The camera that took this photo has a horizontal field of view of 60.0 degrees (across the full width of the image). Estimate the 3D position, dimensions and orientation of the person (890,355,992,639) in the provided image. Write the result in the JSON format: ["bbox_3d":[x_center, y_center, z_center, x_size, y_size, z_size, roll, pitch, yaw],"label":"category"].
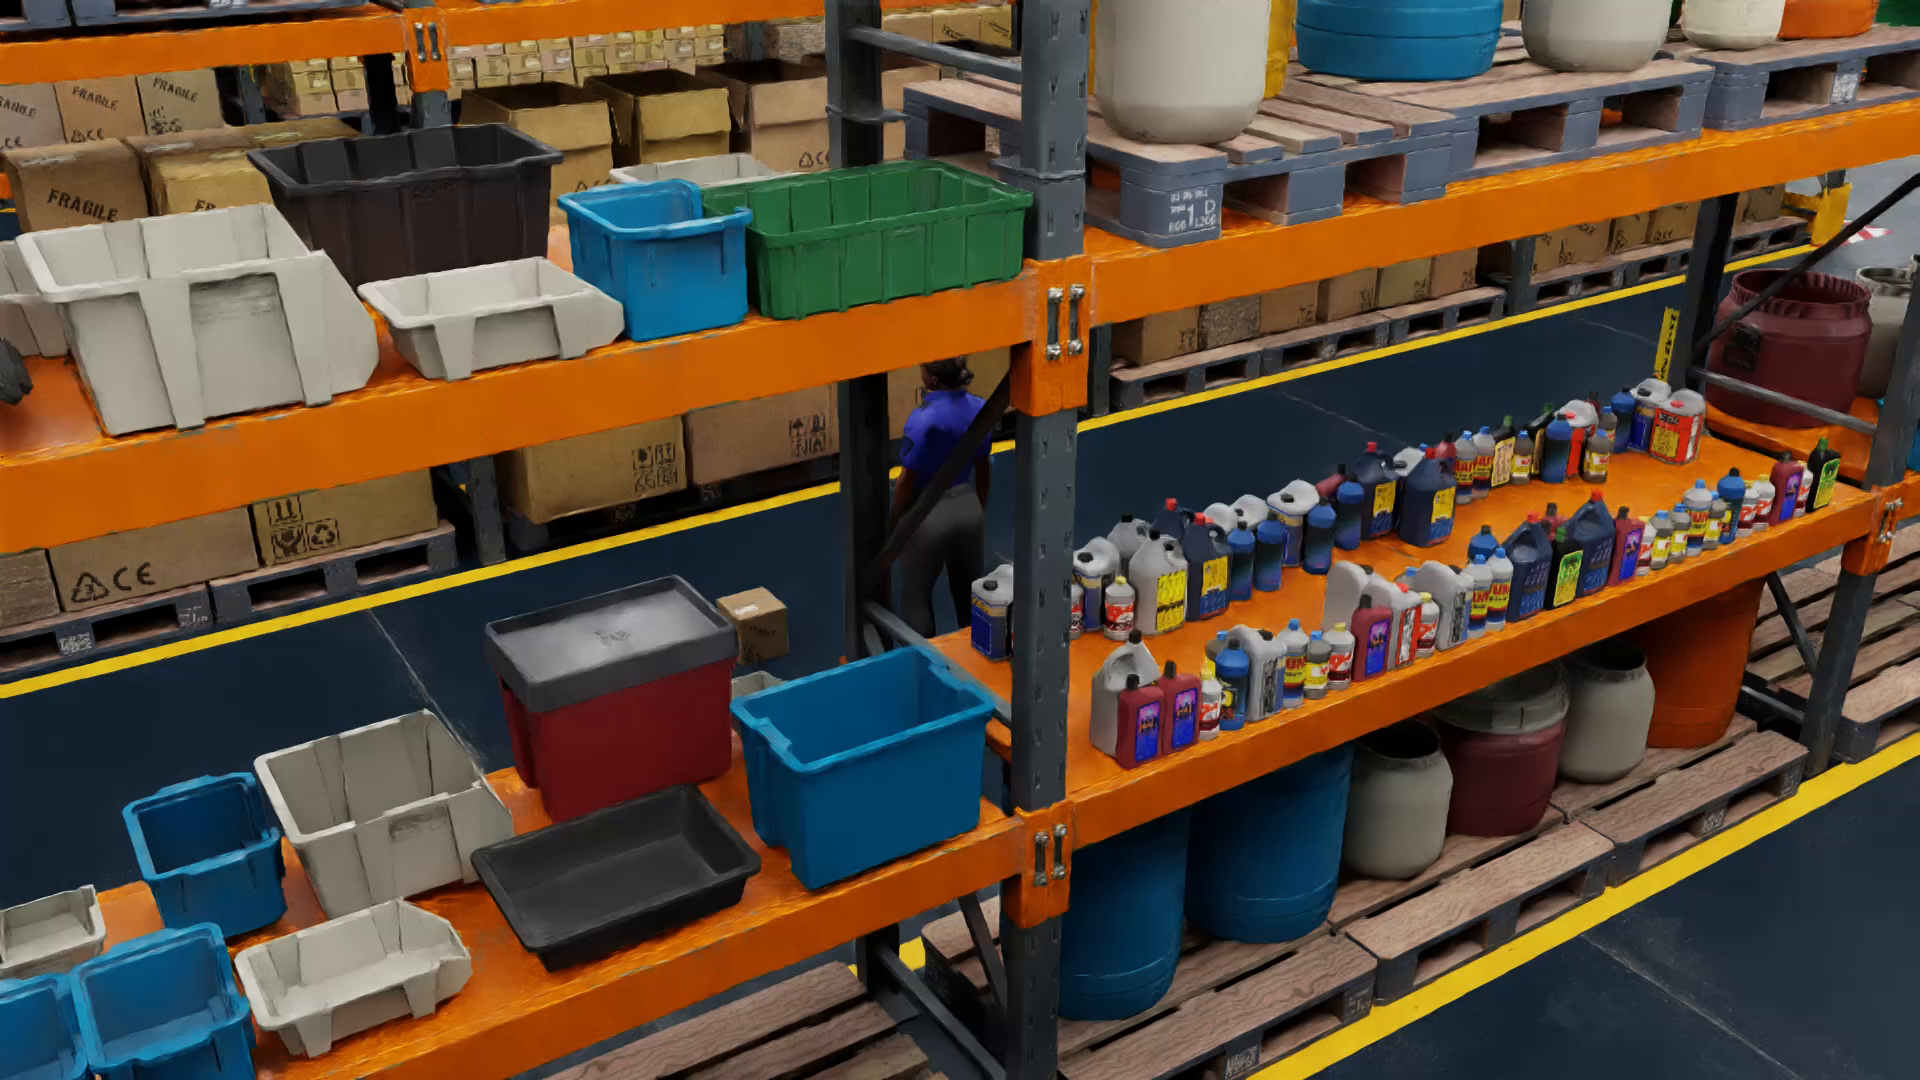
[{"bbox_3d":[-0.083,-0.078,7.228,0.493,1.664,0.349,-17,30,-32],"label":"person"}]
